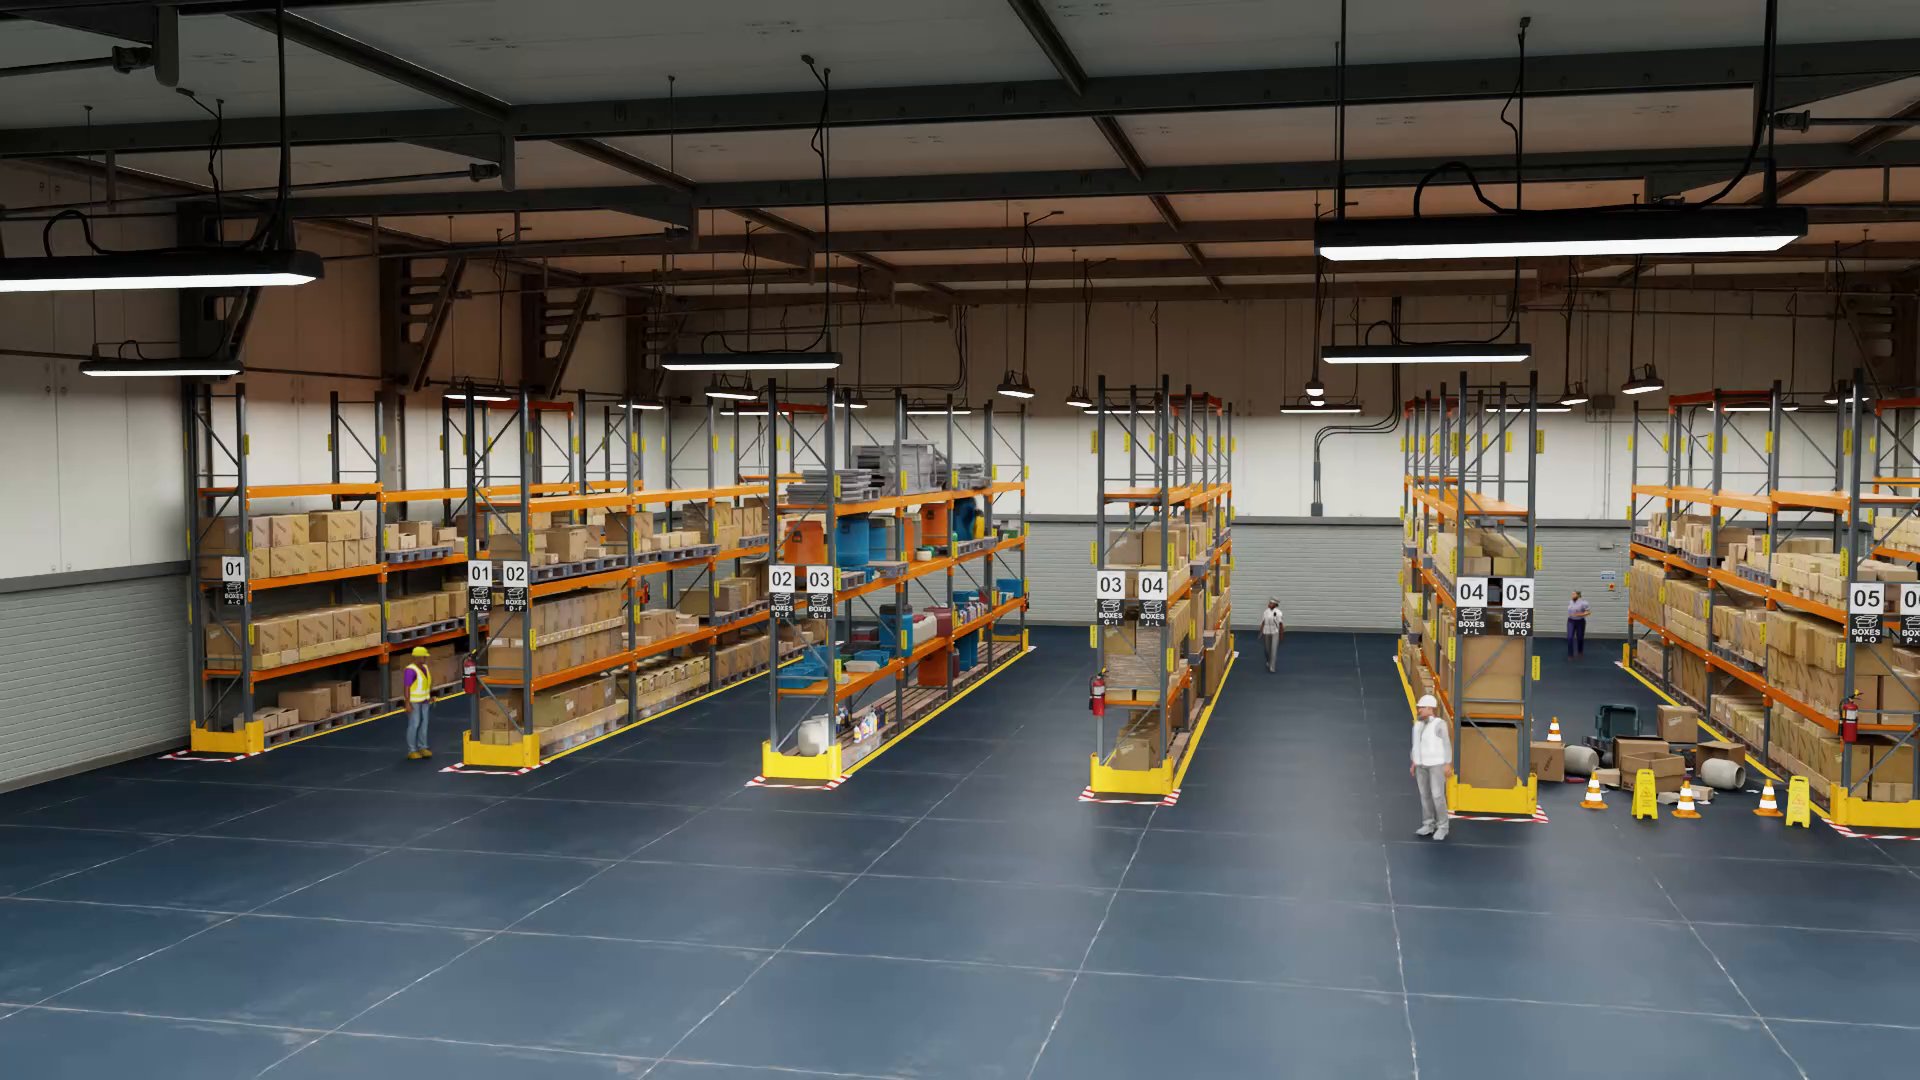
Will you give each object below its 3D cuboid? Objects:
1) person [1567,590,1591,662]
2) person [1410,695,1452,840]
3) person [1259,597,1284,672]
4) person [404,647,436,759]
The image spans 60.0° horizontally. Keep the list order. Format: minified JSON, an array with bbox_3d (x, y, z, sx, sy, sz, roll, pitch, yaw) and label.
[{"bbox_3d":[14.392,1.992,38.673,0.513,1.691,0.822,1,4,23],"label":"person"},{"bbox_3d":[6.025,2.903,21.353,0.379,1.811,0.607,-2,4,-35],"label":"person"},{"bbox_3d":[6.905,2.071,36.830,0.555,1.650,0.928,1,3,17],"label":"person"},{"bbox_3d":[-8.670,2.592,26.639,0.404,1.782,0.601,1,3,16],"label":"person"}]
